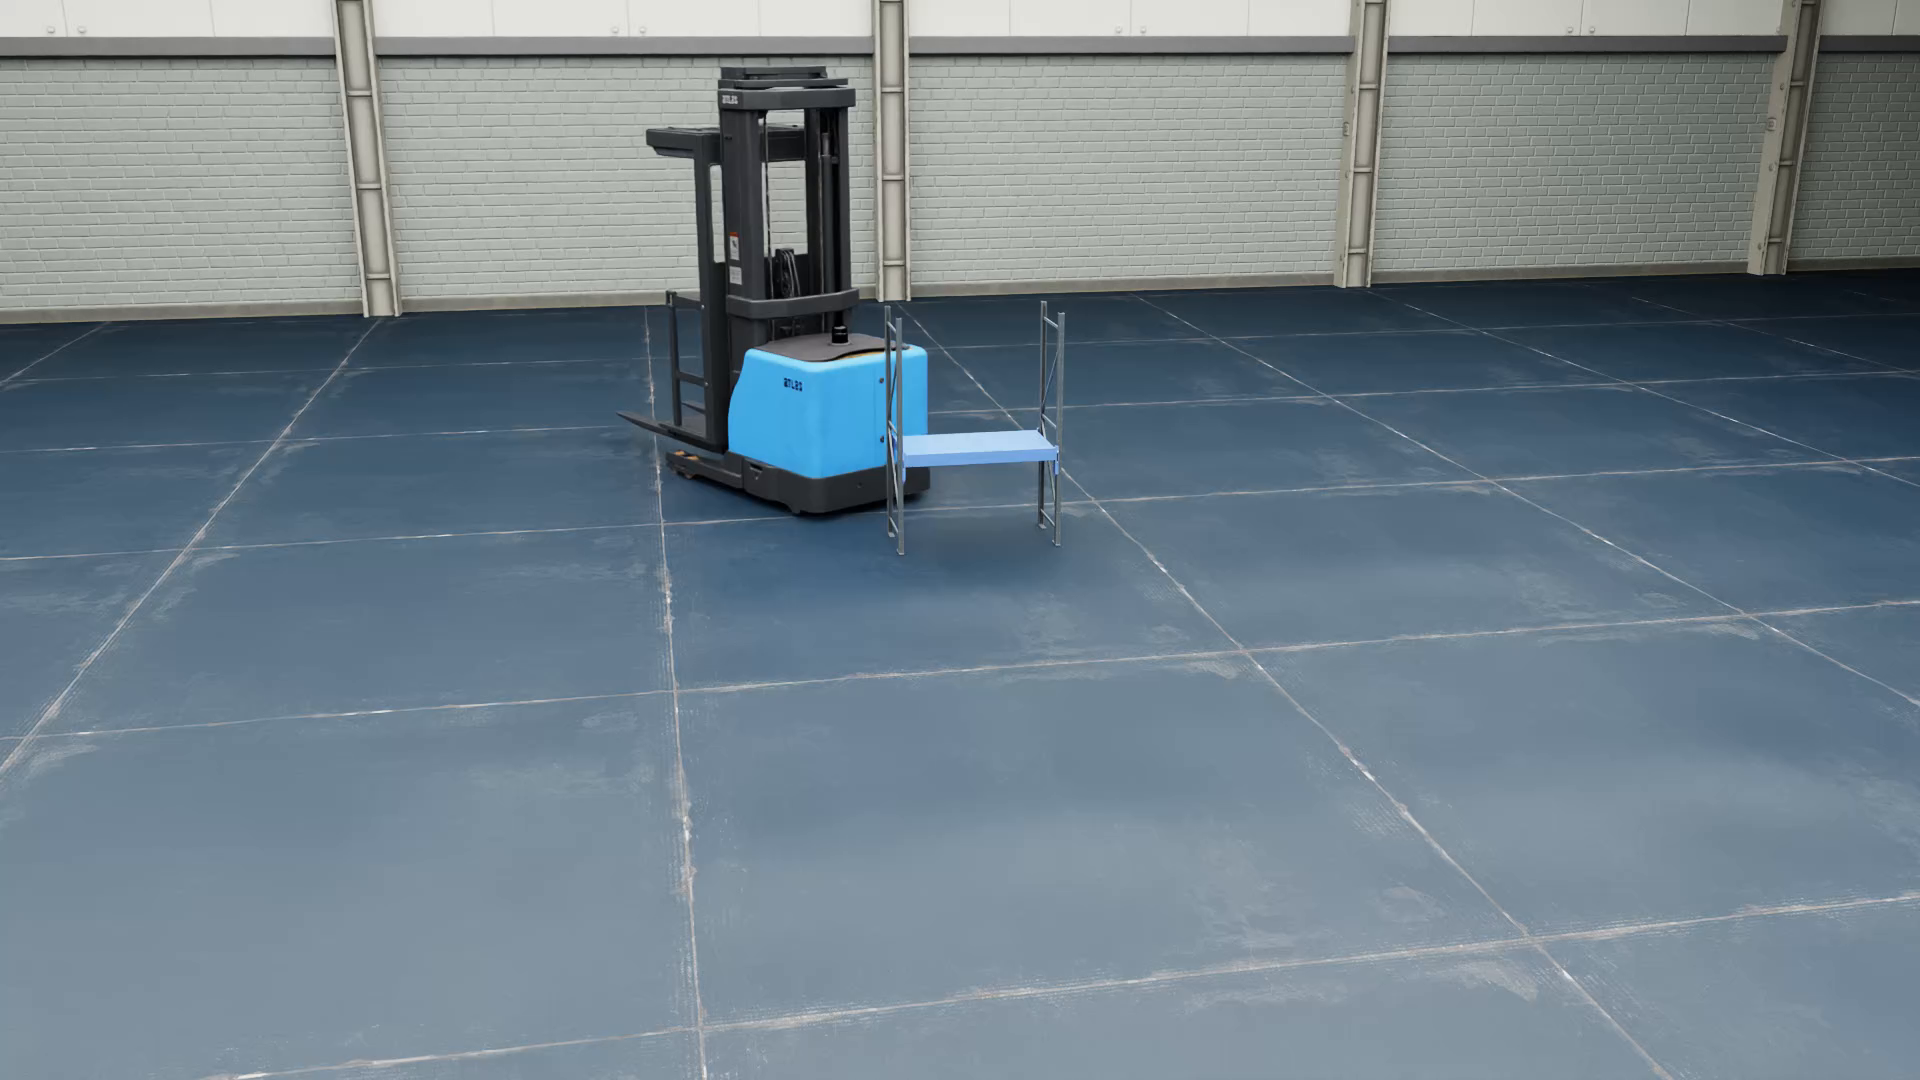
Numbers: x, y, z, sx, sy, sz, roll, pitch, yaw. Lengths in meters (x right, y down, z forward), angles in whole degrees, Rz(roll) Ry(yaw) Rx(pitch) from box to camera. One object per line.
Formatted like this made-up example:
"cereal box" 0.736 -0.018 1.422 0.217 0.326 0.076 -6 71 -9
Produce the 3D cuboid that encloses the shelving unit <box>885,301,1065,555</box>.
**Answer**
"shelving unit" 0.084 -0.722 10.607 1.048 1.500 0.538 -3 17 -10

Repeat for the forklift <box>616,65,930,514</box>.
"forklift" -1.544 -1.939 12.134 1.130 2.935 3.031 -14 22 -38

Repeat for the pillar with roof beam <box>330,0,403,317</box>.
"pillar with roof beam" -5.896 -5.686 13.997 0.400 9.000 9.100 -3 17 -10

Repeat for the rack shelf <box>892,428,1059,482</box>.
"rack shelf" 0.084 -0.550 10.660 1.000 0.185 0.538 -3 17 -10

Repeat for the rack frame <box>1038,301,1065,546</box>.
"rack frame" 0.583 -0.750 10.699 0.032 1.500 0.500 -3 17 -10

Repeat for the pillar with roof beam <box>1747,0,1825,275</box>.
"pillar with roof beam" 11.777 -6.689 17.262 0.400 9.000 9.100 -3 17 -10

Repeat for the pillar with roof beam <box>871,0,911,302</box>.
"pillar with roof beam" -0.005 -6.020 15.085 0.400 9.000 9.100 -3 17 -10

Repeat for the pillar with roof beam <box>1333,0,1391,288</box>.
"pillar with roof beam" 5.886 -6.354 16.174 0.400 9.000 9.100 -3 17 -10

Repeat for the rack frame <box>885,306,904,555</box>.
"rack frame" -0.415 -0.693 10.515 0.032 1.500 0.500 -3 17 -10
